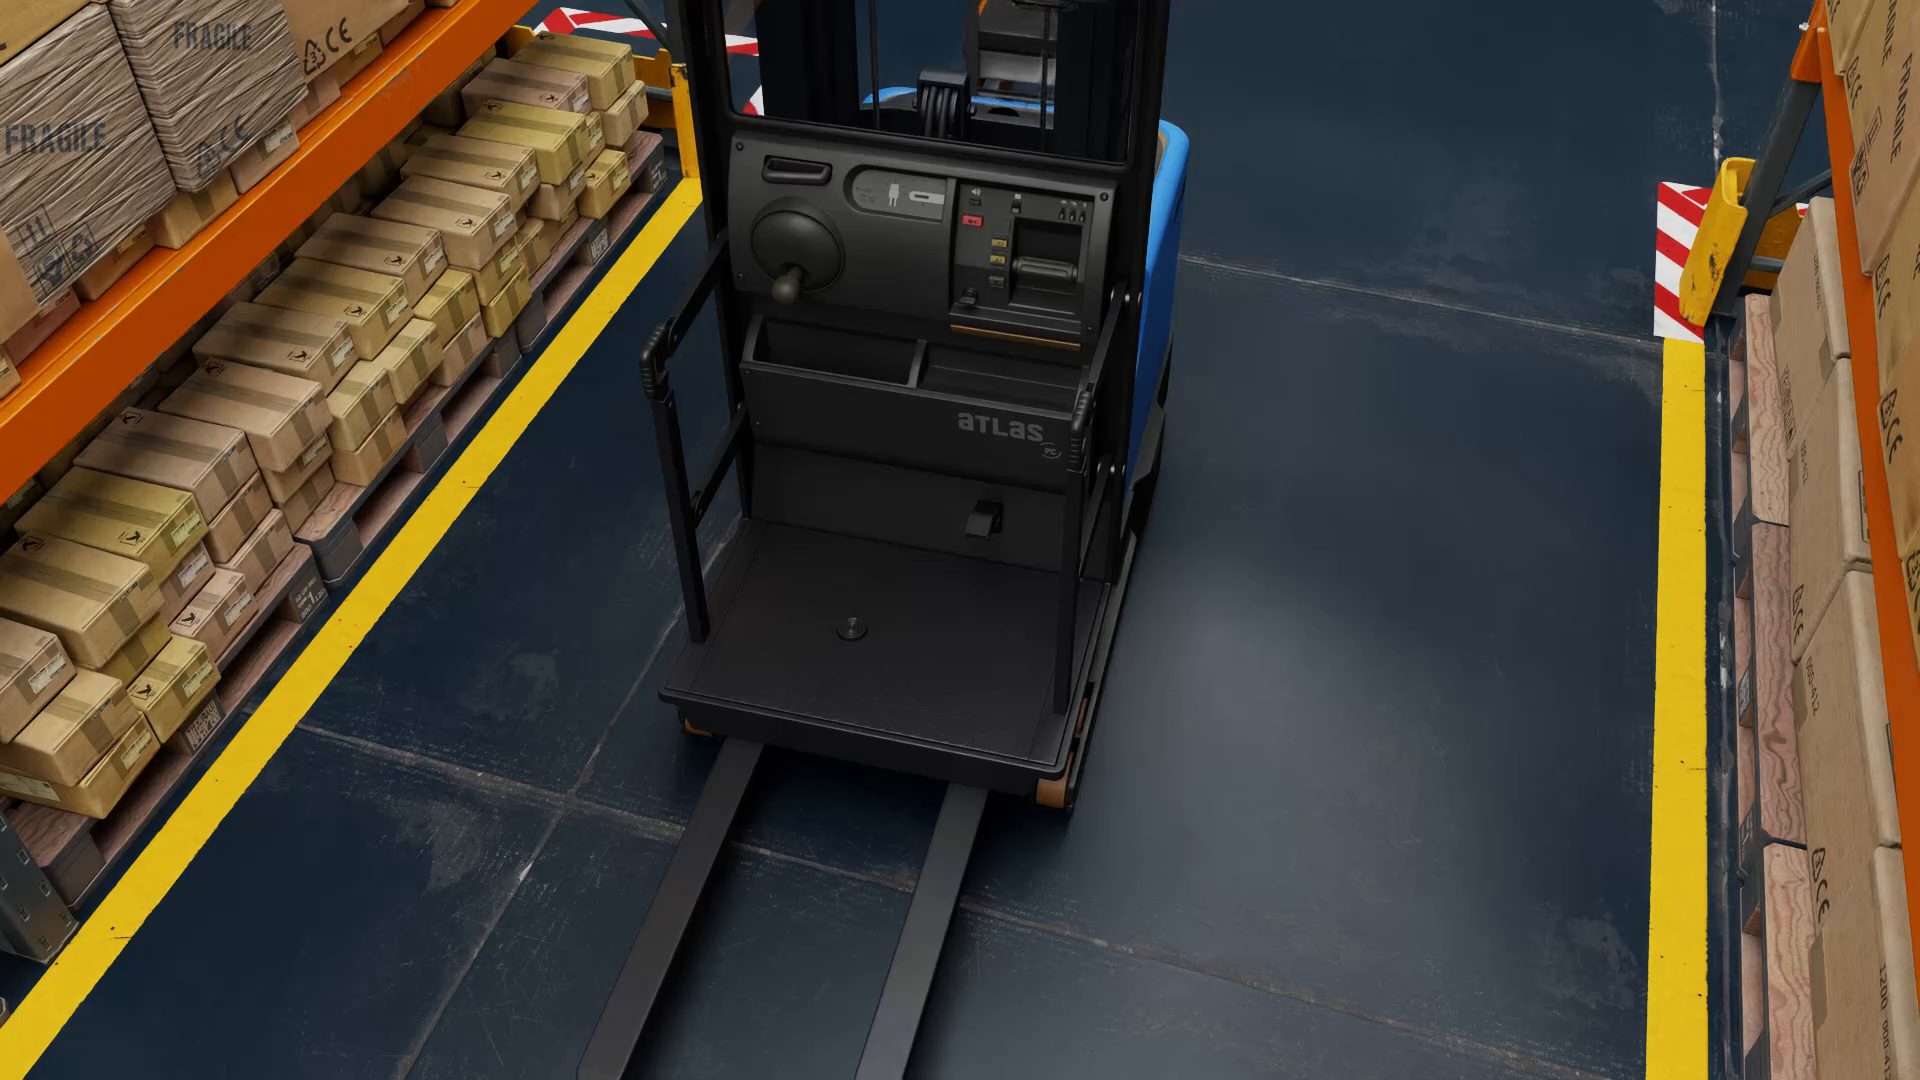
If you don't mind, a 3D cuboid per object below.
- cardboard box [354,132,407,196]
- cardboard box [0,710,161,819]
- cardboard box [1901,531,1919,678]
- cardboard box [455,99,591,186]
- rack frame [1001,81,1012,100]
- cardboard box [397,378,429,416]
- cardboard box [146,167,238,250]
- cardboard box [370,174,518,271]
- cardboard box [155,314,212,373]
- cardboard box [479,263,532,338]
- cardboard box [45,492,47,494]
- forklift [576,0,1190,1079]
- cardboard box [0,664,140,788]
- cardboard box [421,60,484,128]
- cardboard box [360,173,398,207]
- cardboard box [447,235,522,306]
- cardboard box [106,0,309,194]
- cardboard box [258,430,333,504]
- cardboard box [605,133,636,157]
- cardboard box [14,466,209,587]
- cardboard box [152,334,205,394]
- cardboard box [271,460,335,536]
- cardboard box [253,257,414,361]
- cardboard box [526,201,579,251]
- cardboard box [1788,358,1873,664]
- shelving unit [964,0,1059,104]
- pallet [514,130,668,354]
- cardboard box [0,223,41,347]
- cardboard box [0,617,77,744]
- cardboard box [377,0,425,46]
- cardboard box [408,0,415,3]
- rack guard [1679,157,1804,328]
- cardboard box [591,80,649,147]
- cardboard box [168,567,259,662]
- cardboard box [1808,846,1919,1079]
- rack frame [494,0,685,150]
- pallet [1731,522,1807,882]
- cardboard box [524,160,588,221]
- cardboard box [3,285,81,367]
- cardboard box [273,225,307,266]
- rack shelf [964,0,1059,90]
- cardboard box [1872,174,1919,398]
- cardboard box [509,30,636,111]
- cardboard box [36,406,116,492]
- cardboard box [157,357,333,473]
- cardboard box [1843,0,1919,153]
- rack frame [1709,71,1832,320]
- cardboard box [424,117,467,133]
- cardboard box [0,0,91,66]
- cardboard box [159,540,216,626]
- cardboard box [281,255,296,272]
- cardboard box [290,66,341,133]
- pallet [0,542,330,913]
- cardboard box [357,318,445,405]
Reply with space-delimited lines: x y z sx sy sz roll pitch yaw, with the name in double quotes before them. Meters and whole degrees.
"cardboard box" -2.172 -1.352 5.799 0.380 0.149 0.250 10 45 11
"cardboard box" -2.321 0.542 4.289 0.380 0.149 0.250 11 45 11
"cardboard box" 2.059 0.086 2.946 0.500 0.500 0.500 11 46 12
"cardboard box" -1.533 -1.401 5.849 0.380 0.149 0.250 12 46 12
"rack frame" 0.337 -1.698 5.484 0.400 2.100 0.015 10 45 10
"cardboard box" -1.960 -0.522 5.377 0.380 0.149 0.250 14 46 14
"cardboard box" -2.075 -0.893 4.197 0.380 0.149 0.250 13 46 13
"cardboard box" -1.700 -1.051 5.492 0.380 0.149 0.250 14 46 14
"cardboard box" -2.552 -0.673 5.106 0.380 0.149 0.250 11 45 11
"cardboard box" -1.710 -0.853 5.715 0.380 0.149 0.250 11 45 11
"cardboard box" -2.641 -0.178 4.813 0.380 0.149 0.250 13 46 13
"forklift" -0.153 -0.625 3.793 1.130 2.935 3.031 10 45 10
"cardboard box" -2.322 0.437 4.184 0.380 0.149 0.250 14 46 14
"cardboard box" -1.977 -1.675 6.130 0.380 0.149 0.250 13 46 13
"cardboard box" -2.237 -1.260 5.919 0.380 0.149 0.250 14 46 14
"cardboard box" -1.714 -0.949 5.600 0.380 0.149 0.250 13 46 13
"cardboard box" -2.017 -1.230 4.078 0.500 0.500 0.500 12 46 12
"cardboard box" -2.102 -0.279 4.915 0.380 0.149 0.250 15 46 14
"cardboard box" -1.486 -1.554 6.432 0.380 0.149 0.250 13 46 13
"cardboard box" -2.266 -0.032 4.450 0.380 0.149 0.250 12 46 12
"cardboard box" -2.482 -0.527 5.169 0.380 0.149 0.250 11 45 11
"cardboard box" -2.137 -0.178 5.026 0.380 0.149 0.250 11 45 11
"cardboard box" -1.938 -0.718 5.151 0.380 0.149 0.250 13 46 13
"cardboard box" -1.630 -1.204 6.073 0.380 0.149 0.250 12 46 12
"cardboard box" 2.849 0.001 4.635 0.875 0.438 0.875 14 46 14
"shelving unit" 0.278 -1.532 5.314 0.431 2.100 0.503 10 45 10
"pallet" -1.828 -1.237 6.363 1.003 0.211 1.213 13 46 13
"cardboard box" -2.347 -0.571 3.404 0.500 0.500 0.500 12 46 12
"cardboard box" -2.435 0.319 4.093 0.380 0.149 0.250 14 46 14
"cardboard box" -1.829 -1.611 4.931 0.380 0.149 0.250 11 45 11
"cardboard box" -1.722 -1.924 4.787 0.500 0.500 0.500 13 46 13
"rack guard" 3.230 -0.960 5.873 1.175 0.500 0.348 13 46 13
"cardboard box" -1.414 -1.643 6.310 0.380 0.149 0.250 11 46 11
"cardboard box" -2.214 0.188 4.651 0.380 0.149 0.250 12 46 12
"cardboard box" 2.304 1.199 3.412 0.875 0.438 0.875 12 46 12
"rack frame" -1.526 -2.818 5.985 1.000 3.000 0.127 13 46 13
"pallet" 2.684 0.520 4.568 1.003 0.211 1.213 13 46 12
"cardboard box" -1.569 -1.297 5.956 0.380 0.149 0.250 11 45 11
"cardboard box" -2.301 -0.558 3.856 0.380 0.149 0.250 11 45 11
"cardboard box" -2.388 -1.003 5.443 0.380 0.149 0.250 13 46 13
"rack shelf" 0.278 -1.522 5.324 0.431 0.518 0.480 10 45 10
"cardboard box" 2.370 -0.598 3.645 0.500 0.500 0.500 14 46 14
"cardboard box" -1.445 -1.755 6.212 0.380 0.149 0.250 13 46 13
"cardboard box" -2.616 -0.291 4.715 0.380 0.149 0.250 14 46 14
"cardboard box" -2.054 -0.363 4.789 0.380 0.149 0.250 13 46 13
"cardboard box" 2.677 -1.271 4.332 0.500 0.500 0.500 12 46 12
"rack frame" 3.222 -1.837 4.983 1.000 3.000 0.127 13 46 13
"cardboard box" -2.066 -1.590 6.256 0.380 0.149 0.250 12 46 12
"cardboard box" -2.226 -1.249 3.383 0.500 0.500 0.500 11 45 11
"cardboard box" -2.292 0.079 4.550 0.380 0.149 0.250 12 46 12
"cardboard box" -2.269 -0.874 5.524 0.380 0.149 0.250 15 46 15
"cardboard box" -1.950 -1.258 4.571 0.380 0.149 0.250 14 46 14
"pallet" -2.567 0.390 4.701 1.003 0.211 1.213 13 46 13
"cardboard box" -1.866 -0.592 5.236 0.380 0.149 0.250 13 46 13
